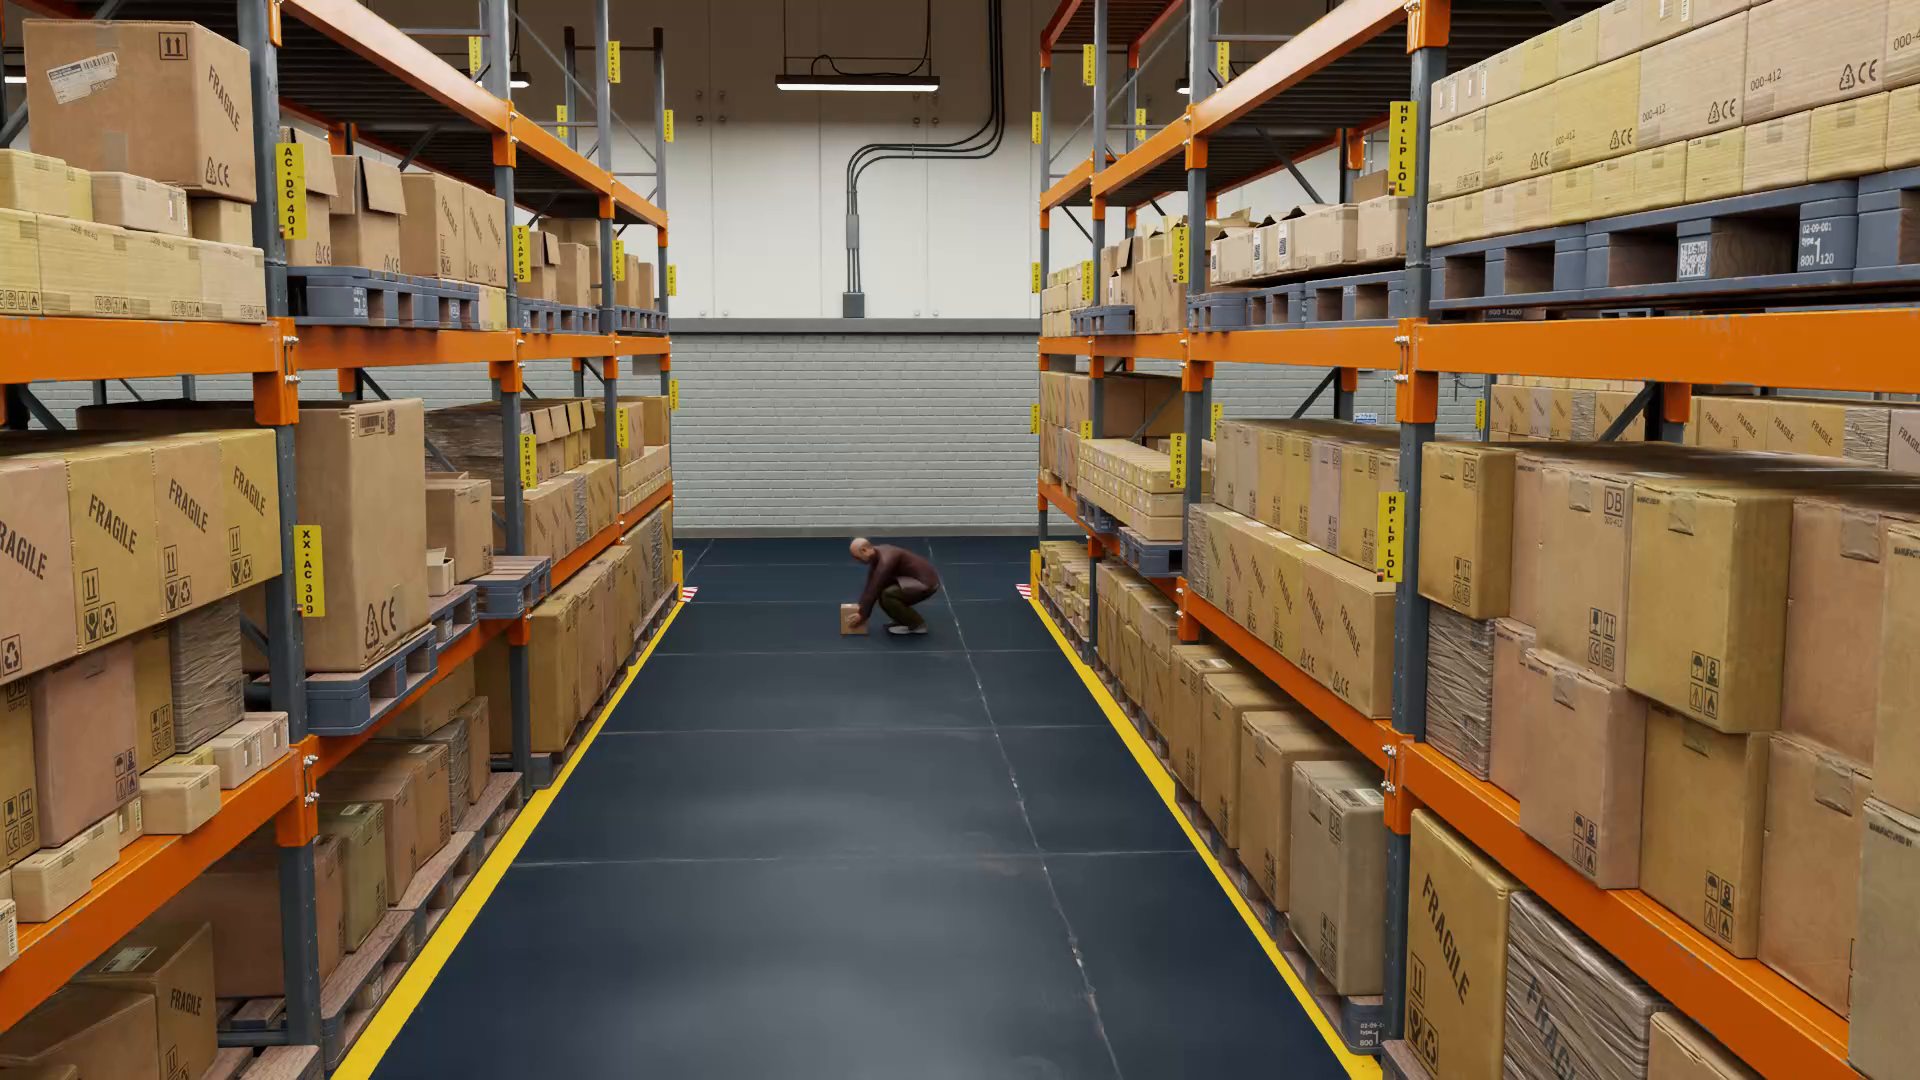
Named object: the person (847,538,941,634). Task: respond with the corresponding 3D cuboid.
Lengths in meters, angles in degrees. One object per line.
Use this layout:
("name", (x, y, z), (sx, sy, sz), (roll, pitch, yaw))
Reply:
("person", (-0.638, 0.426, 15.870), (0.908, 0.918, 0.603), (0, 7, -4))
